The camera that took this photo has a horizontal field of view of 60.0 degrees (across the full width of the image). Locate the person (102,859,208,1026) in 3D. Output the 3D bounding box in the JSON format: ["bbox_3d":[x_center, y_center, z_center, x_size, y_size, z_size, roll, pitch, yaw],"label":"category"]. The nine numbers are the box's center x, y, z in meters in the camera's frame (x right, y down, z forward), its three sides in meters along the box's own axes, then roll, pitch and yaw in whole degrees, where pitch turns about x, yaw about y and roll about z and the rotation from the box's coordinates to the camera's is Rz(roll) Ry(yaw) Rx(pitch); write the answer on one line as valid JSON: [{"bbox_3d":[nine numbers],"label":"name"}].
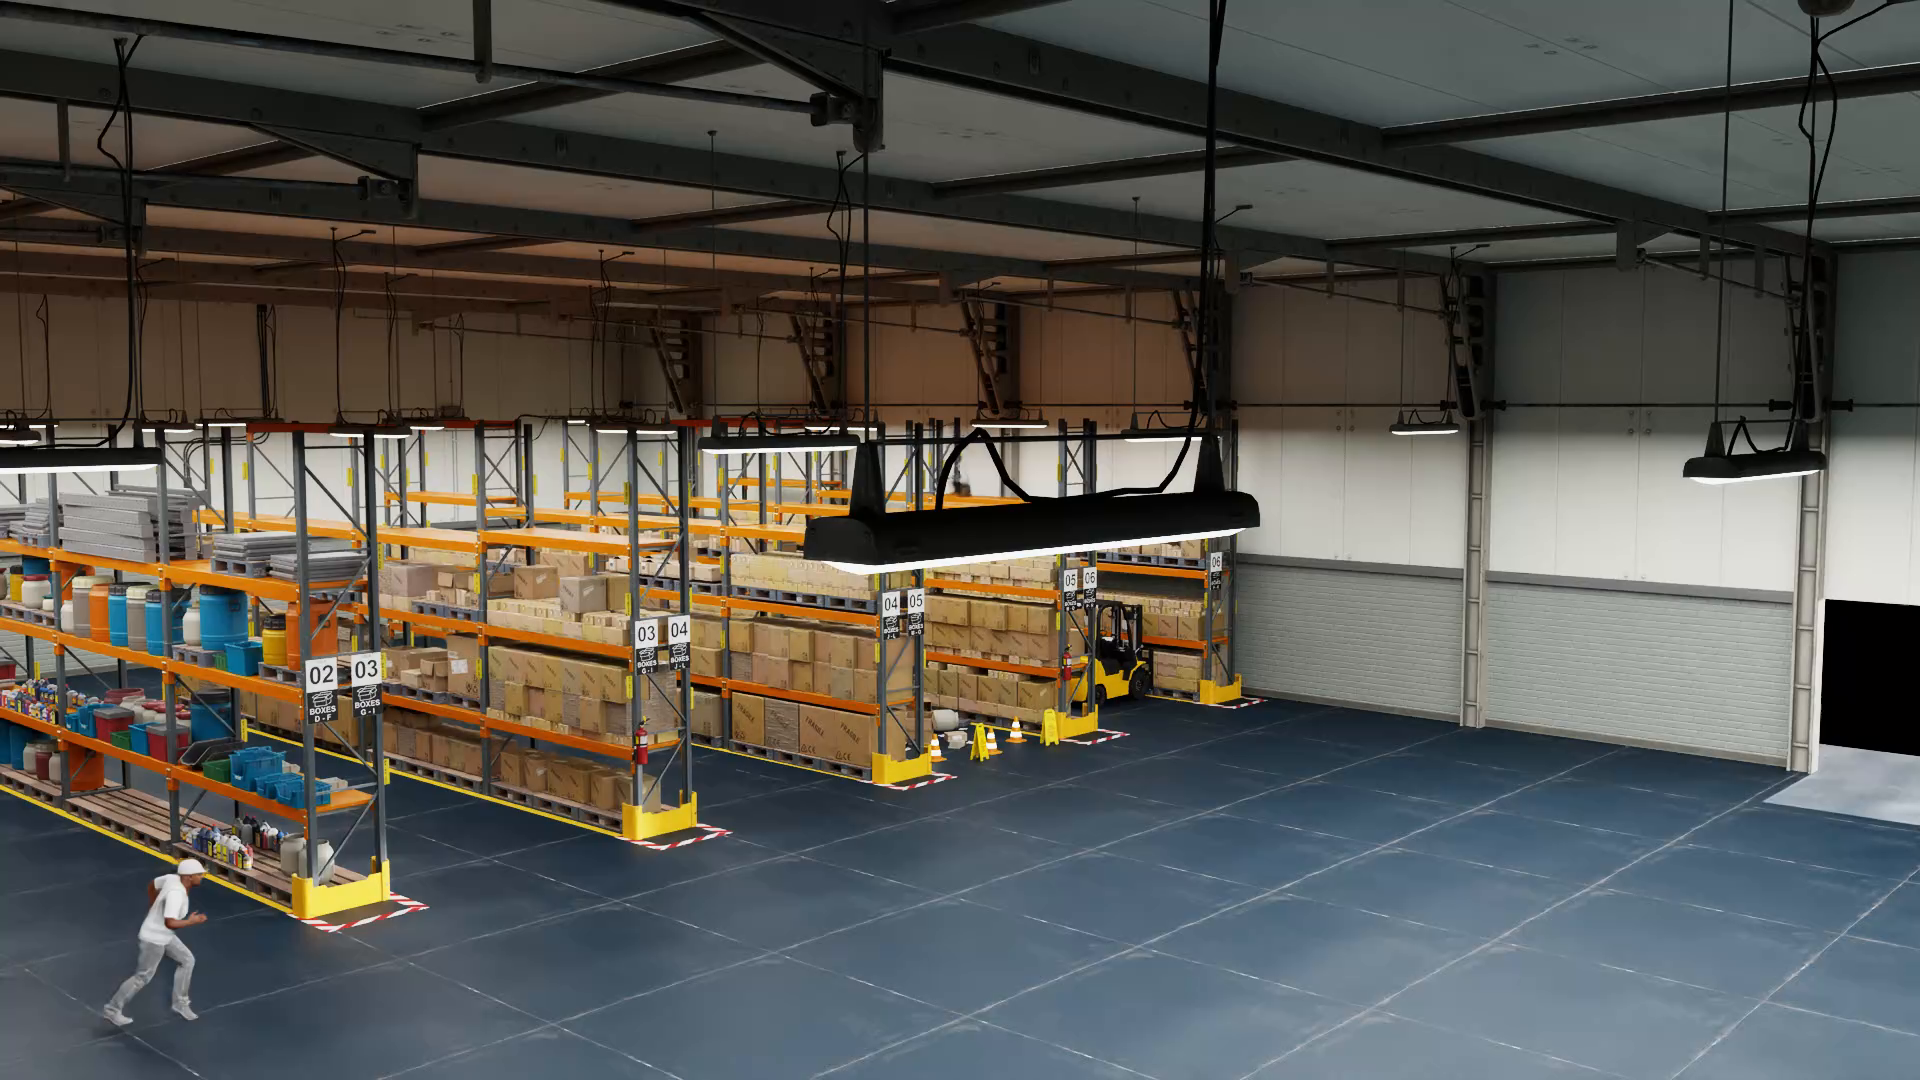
[{"bbox_3d":[-8.215,4.137,16.984,1.023,1.710,0.744,-2,5,-24],"label":"person"}]
